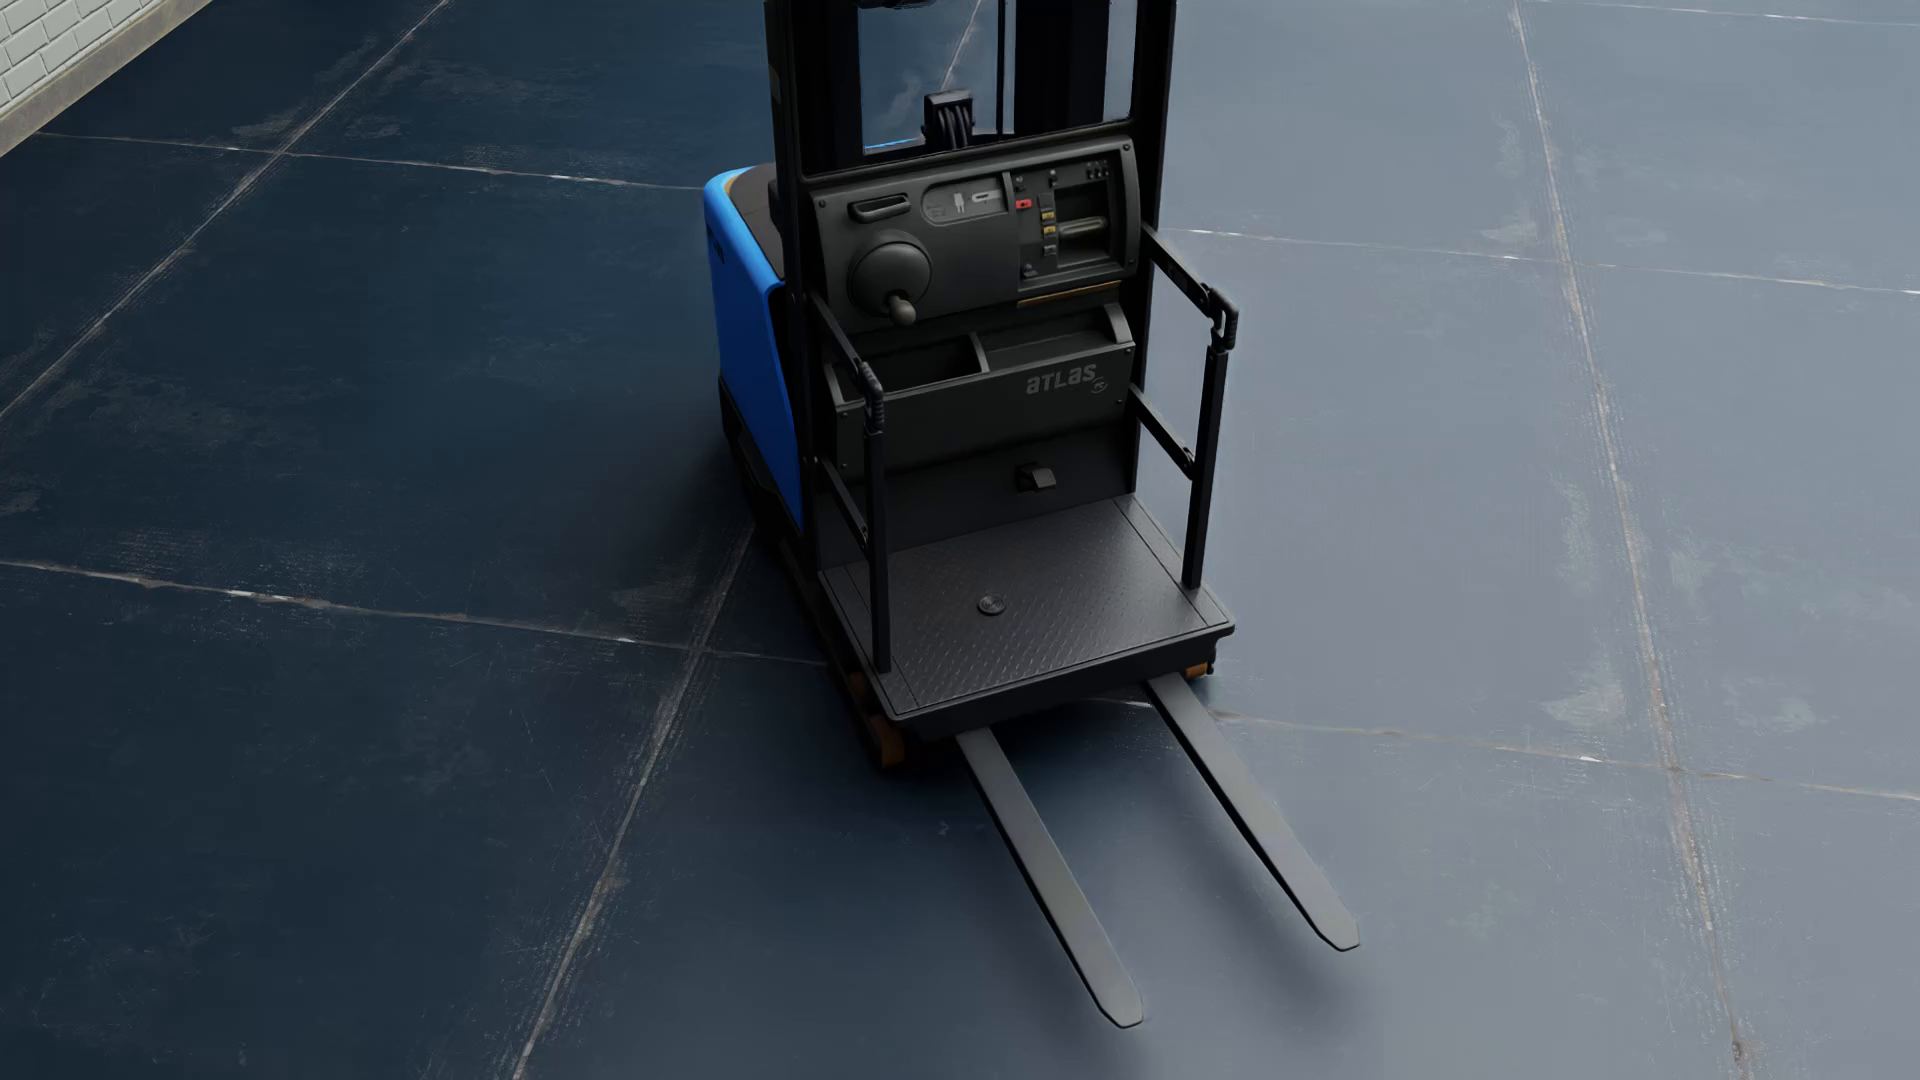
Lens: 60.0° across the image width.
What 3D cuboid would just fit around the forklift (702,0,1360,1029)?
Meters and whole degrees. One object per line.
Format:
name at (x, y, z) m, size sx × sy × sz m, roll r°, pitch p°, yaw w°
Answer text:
forklift at (0.140, -0.762, 4.371) m, size 1.130 × 2.935 × 3.031 m, roll -14°, pitch 42°, yaw -16°
